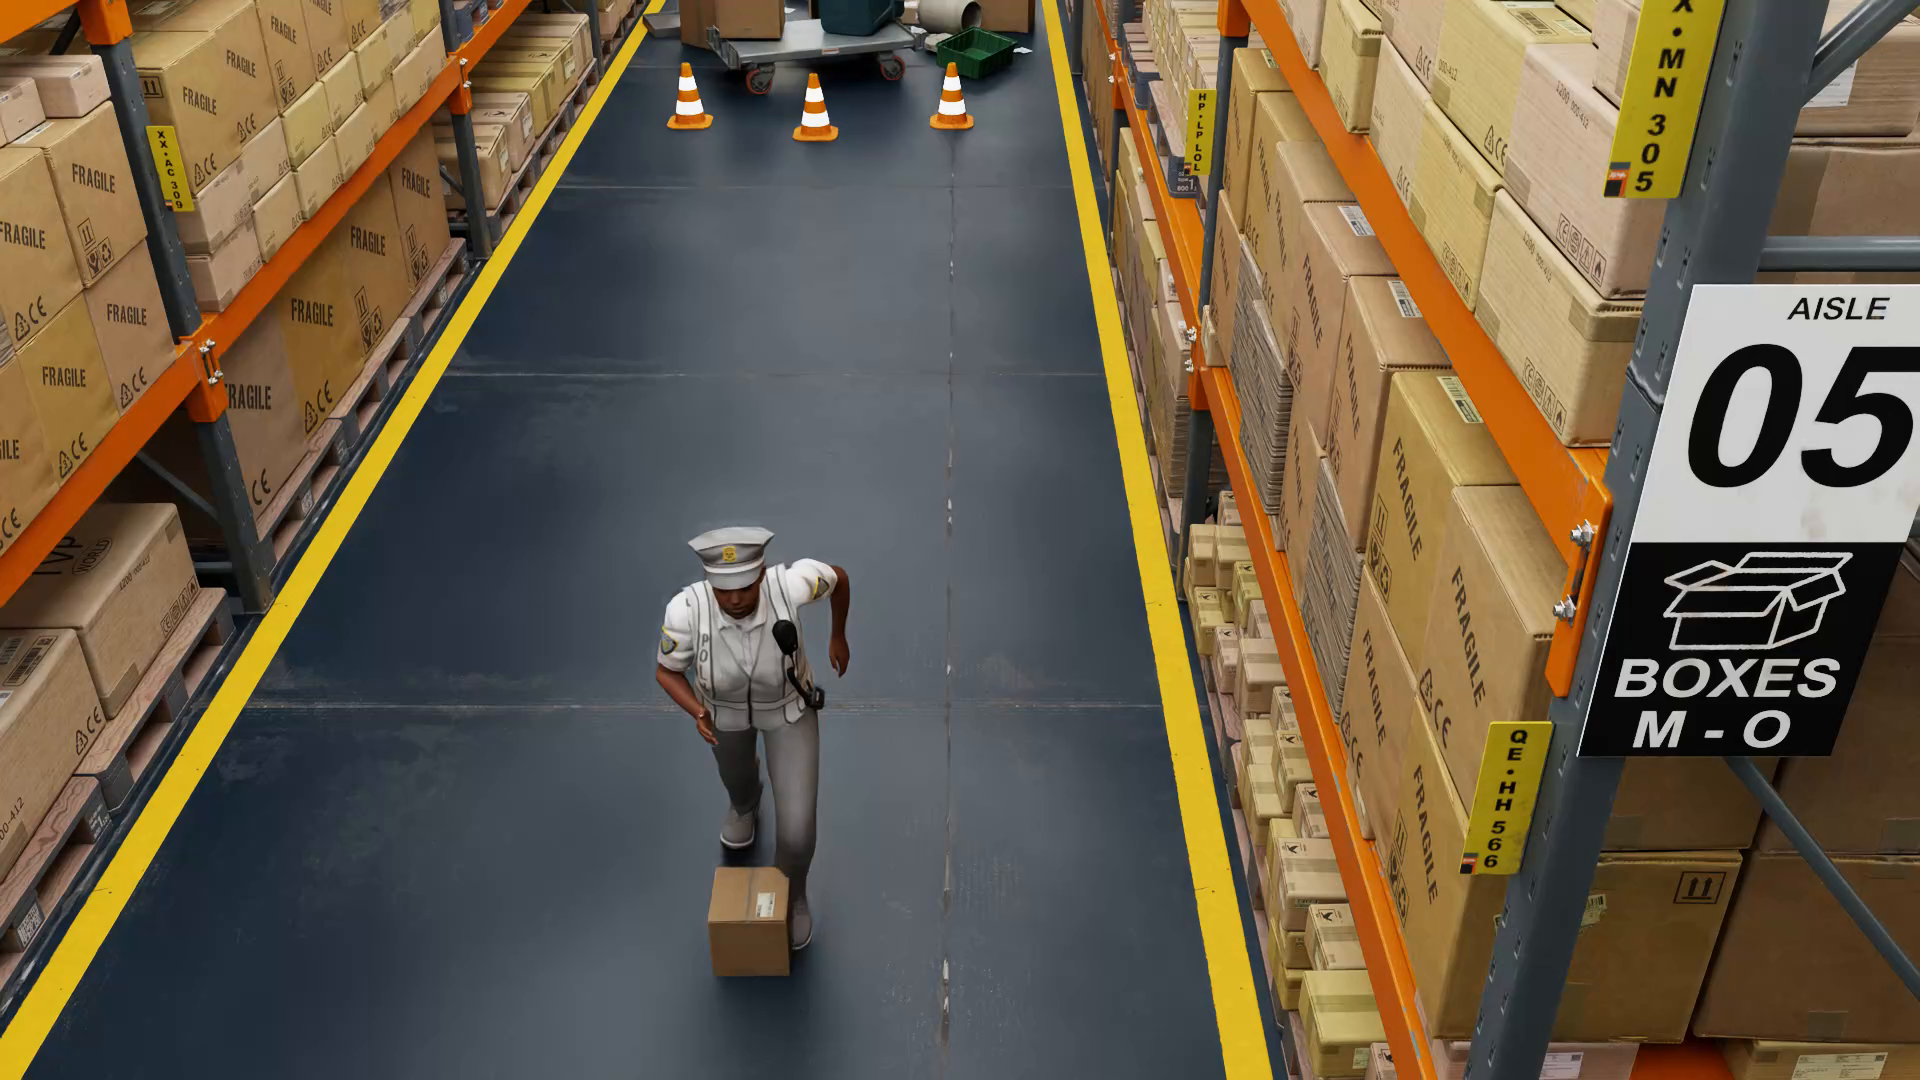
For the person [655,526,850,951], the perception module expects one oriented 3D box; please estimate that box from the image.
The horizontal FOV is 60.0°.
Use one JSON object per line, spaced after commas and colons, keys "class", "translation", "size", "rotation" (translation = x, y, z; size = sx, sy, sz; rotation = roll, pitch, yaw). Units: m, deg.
{"class": "person", "translation": [-0.637, 0.546, 5.298], "size": [0.570, 1.615, 0.923], "rotation": [1, 32, 2]}
